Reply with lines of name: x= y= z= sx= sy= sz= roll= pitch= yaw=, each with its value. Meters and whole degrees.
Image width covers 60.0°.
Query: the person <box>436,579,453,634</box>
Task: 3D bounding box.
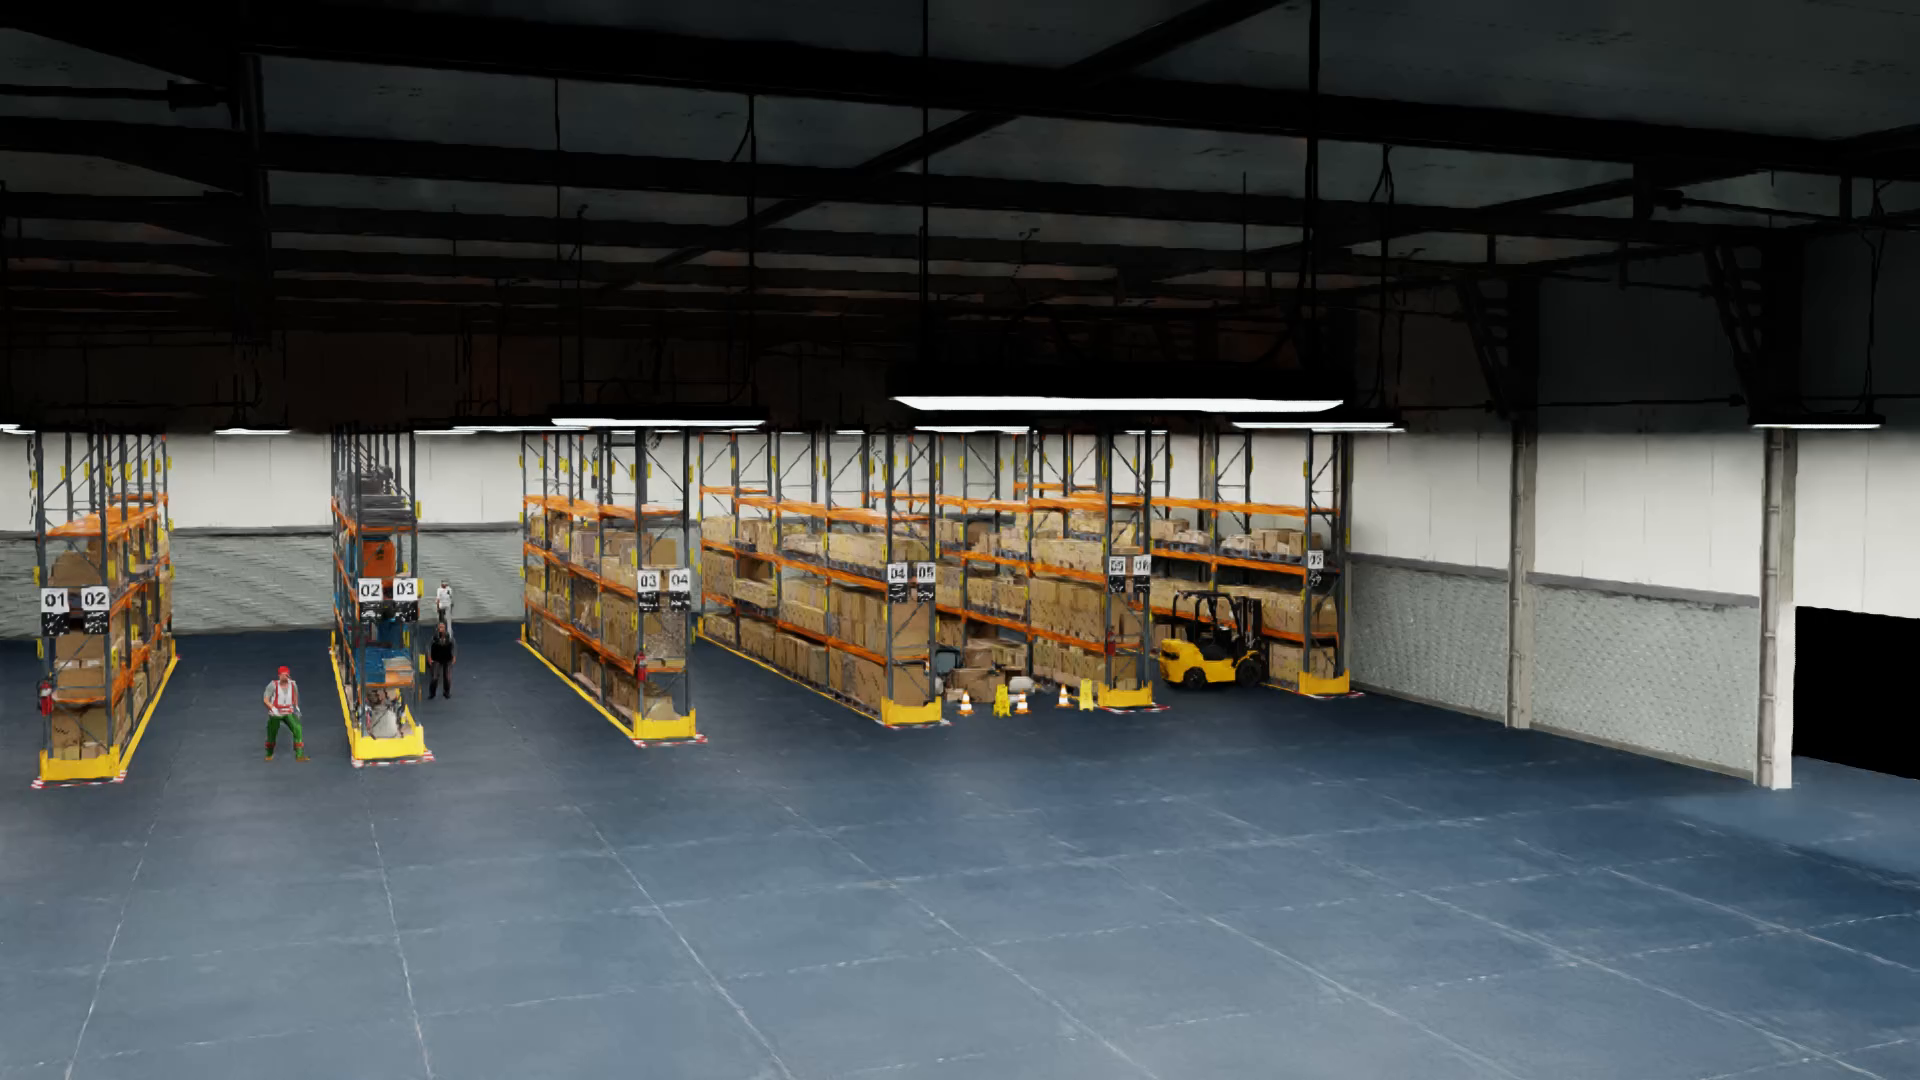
person: x=-14.907 y=1.909 z=48.094 sx=0.456 sy=1.587 sz=1.088 roll=-1 pitch=4 yaw=-20

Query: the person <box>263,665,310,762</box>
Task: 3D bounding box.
person: x=-11.862 y=3.032 z=29.126 sx=0.686 sy=1.716 sz=0.838 roll=-3 pitch=5 yaw=-38

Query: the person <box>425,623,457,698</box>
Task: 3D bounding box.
person: x=-11.316 y=2.627 z=36.277 sx=0.677 sy=1.674 sz=0.534 roll=-2 pitch=4 yaw=-24
